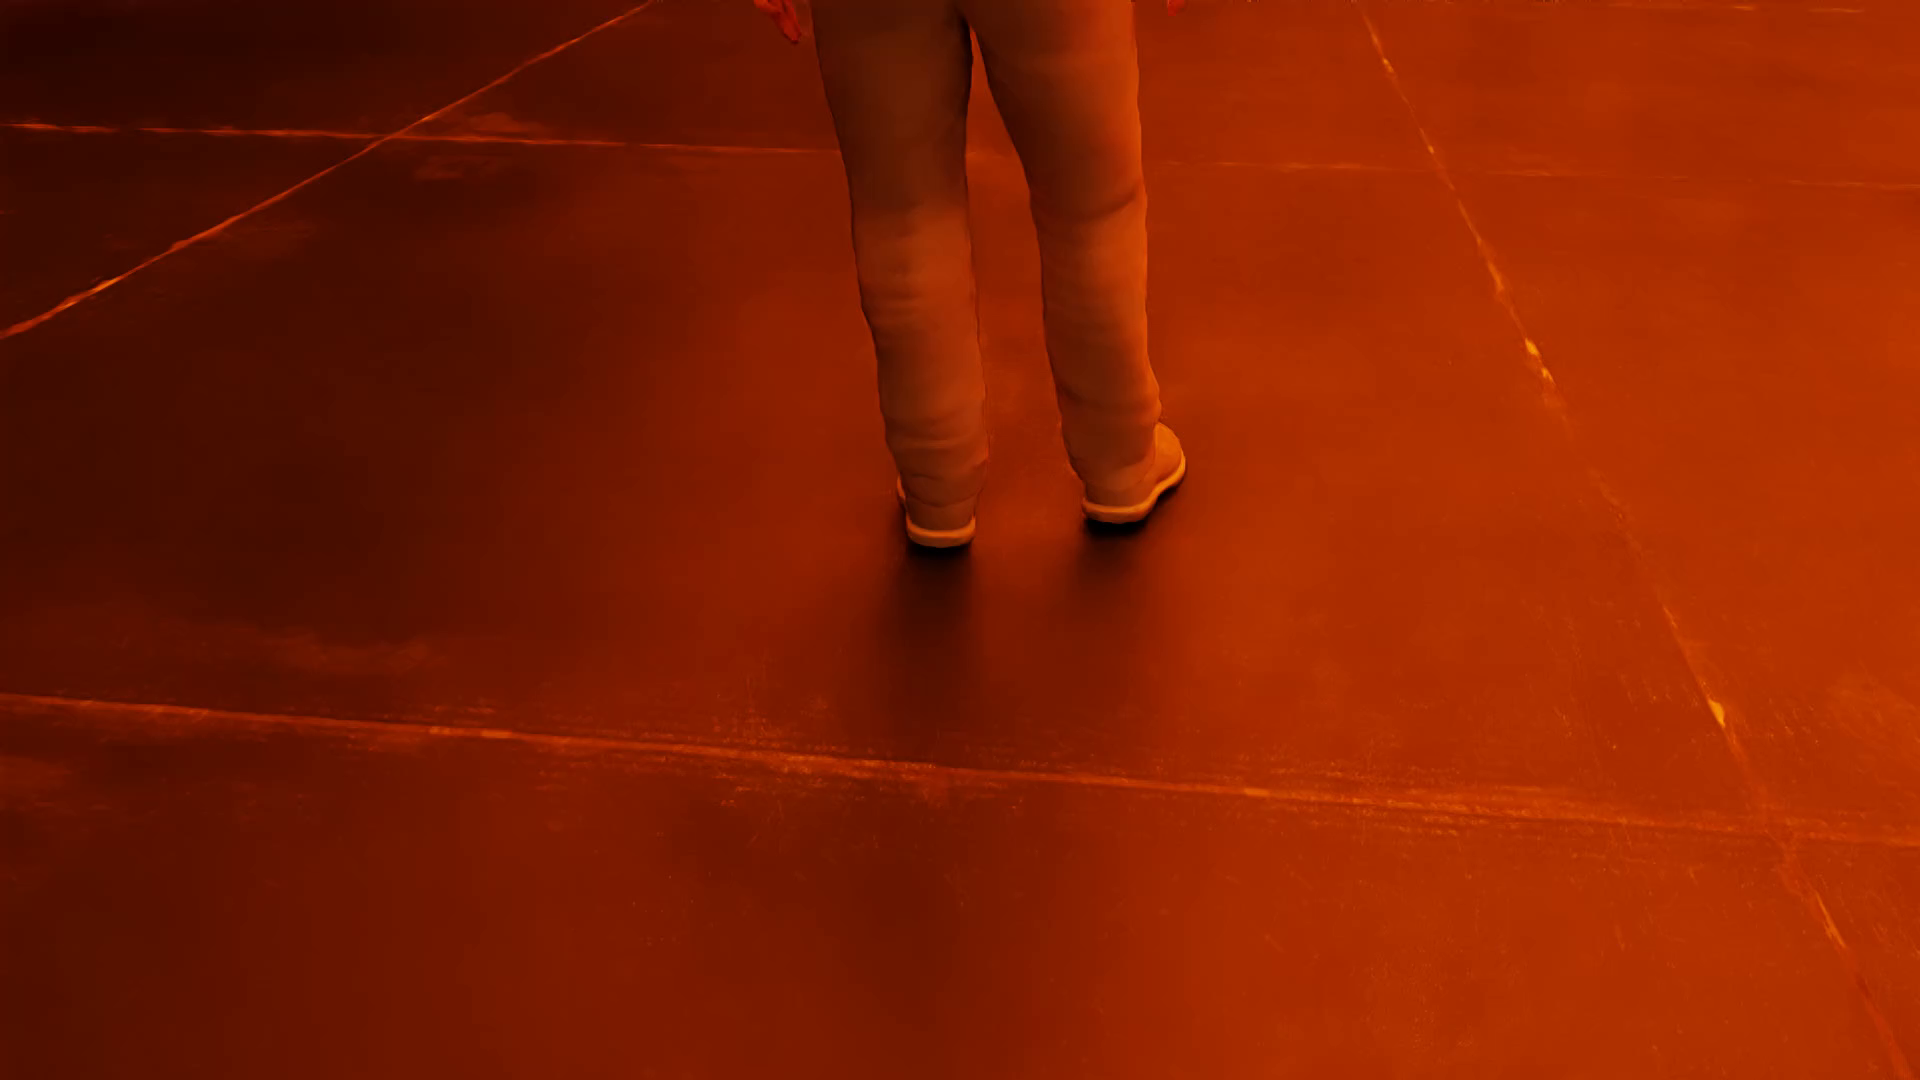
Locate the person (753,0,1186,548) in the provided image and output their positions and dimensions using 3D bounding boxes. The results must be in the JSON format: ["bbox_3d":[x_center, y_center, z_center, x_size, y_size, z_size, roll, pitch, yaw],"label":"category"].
[{"bbox_3d":[0.024,-0.819,2.189,0.640,1.726,0.550,3,27,7],"label":"person"}]
